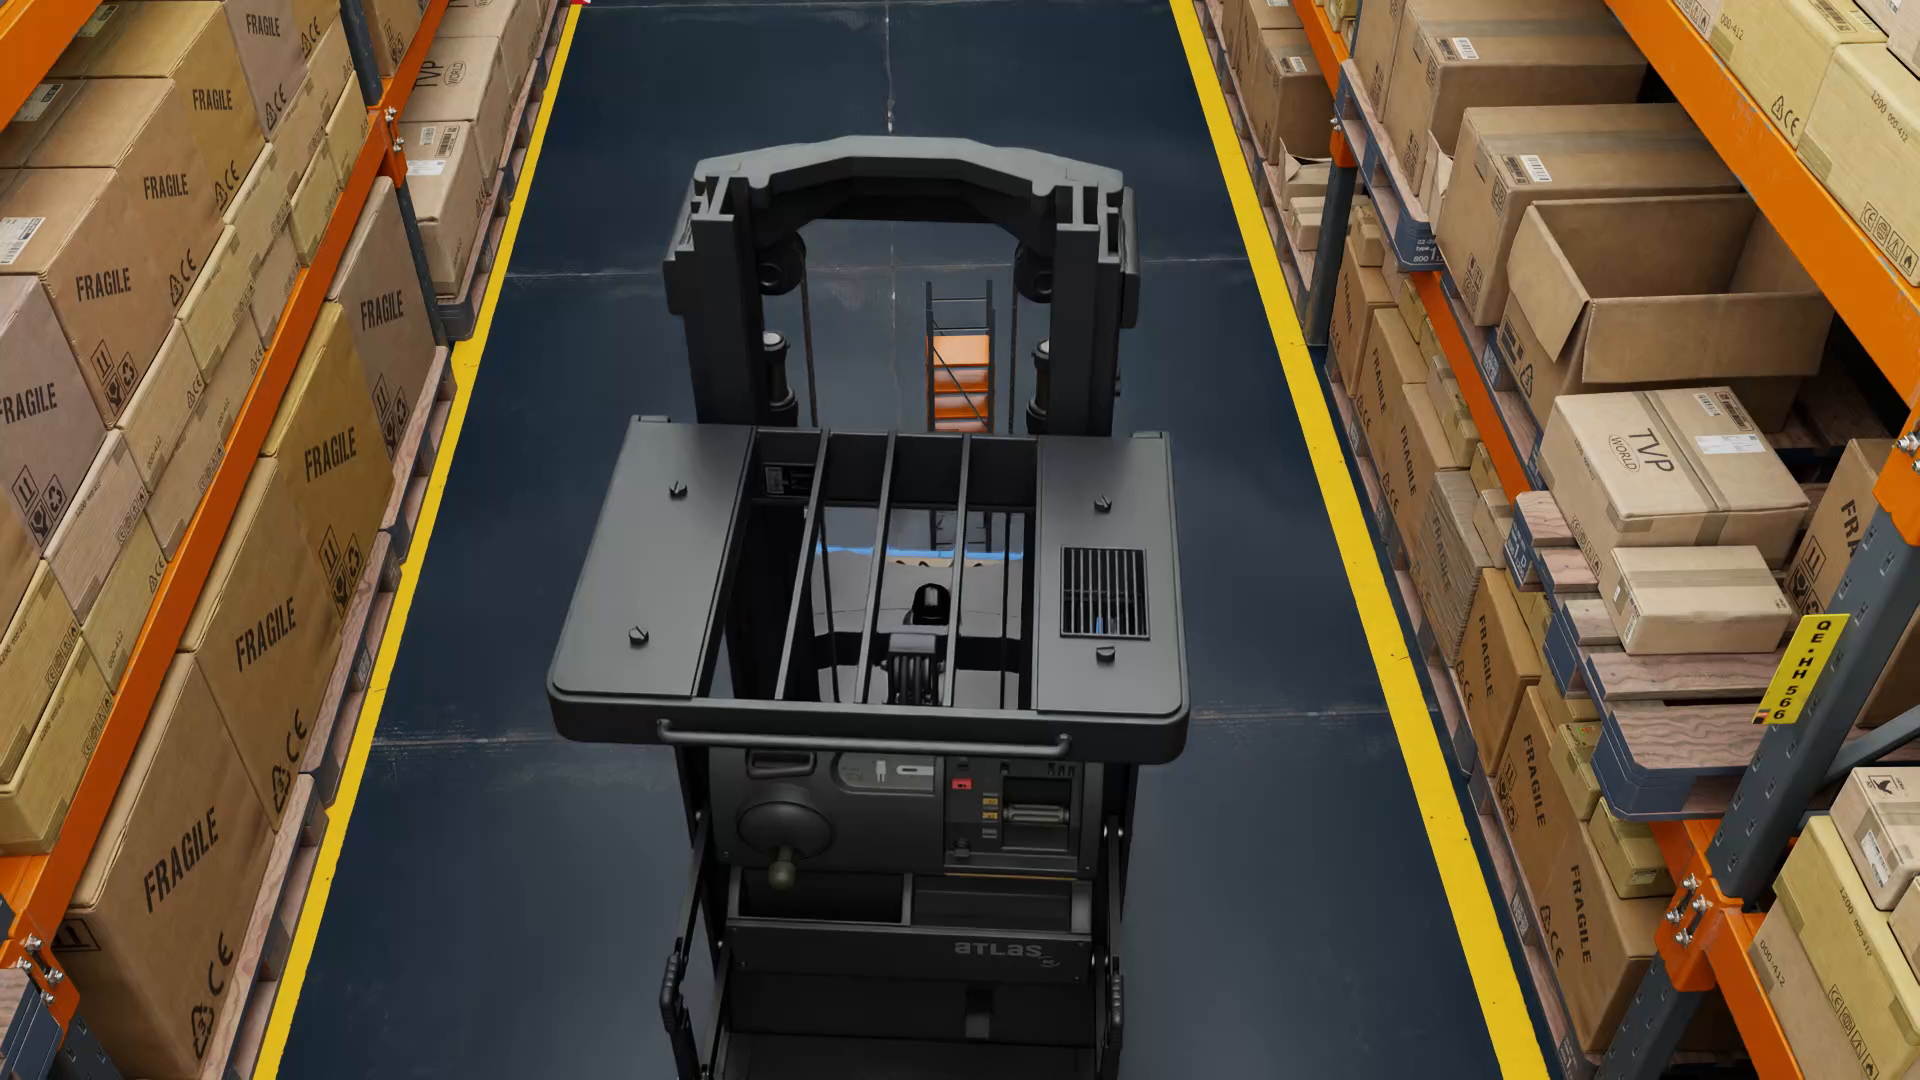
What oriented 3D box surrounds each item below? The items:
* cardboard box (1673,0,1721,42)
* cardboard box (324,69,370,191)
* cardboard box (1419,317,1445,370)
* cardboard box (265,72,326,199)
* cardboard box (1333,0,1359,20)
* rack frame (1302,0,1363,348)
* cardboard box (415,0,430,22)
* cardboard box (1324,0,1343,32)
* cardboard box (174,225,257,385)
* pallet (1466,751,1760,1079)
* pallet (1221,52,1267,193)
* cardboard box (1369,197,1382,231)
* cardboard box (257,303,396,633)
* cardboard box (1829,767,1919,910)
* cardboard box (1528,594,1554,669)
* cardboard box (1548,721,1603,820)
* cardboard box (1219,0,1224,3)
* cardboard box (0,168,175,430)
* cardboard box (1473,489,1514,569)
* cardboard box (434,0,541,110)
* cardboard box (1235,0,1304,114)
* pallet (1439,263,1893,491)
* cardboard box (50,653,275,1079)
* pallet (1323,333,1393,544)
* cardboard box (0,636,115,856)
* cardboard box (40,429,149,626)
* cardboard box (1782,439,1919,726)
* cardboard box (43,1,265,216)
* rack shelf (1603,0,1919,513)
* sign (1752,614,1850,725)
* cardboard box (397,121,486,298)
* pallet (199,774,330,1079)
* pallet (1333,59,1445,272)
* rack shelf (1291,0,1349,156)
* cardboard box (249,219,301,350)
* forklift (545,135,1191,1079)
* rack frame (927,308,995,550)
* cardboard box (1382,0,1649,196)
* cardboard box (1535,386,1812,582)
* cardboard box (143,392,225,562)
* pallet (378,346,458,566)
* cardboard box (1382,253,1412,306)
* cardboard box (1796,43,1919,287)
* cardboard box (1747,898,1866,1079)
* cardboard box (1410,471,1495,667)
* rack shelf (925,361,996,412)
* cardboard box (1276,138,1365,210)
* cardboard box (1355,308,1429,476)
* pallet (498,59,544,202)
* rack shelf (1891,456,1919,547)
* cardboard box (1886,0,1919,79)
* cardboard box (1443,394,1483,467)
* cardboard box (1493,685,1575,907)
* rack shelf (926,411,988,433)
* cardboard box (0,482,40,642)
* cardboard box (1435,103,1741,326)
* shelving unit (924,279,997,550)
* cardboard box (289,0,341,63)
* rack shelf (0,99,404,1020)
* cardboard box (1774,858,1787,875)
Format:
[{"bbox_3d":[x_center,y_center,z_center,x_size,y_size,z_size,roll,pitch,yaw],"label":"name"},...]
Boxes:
[{"bbox_3d":[1.972,-1.421,3.971,0.500,0.250,0.500,-2,43,-2],"label":"cardboard box"},{"bbox_3d":[-2.579,-1.558,6.341,0.500,0.250,0.500,-3,43,-3],"label":"cardboard box"},{"bbox_3d":[1.996,-0.735,6.391,0.380,0.149,0.250,-2,43,-3],"label":"cardboard box"},{"bbox_3d":[-2.559,-1.410,5.810,0.500,0.250,0.500,-1,43,-1],"label":"cardboard box"},{"bbox_3d":[1.844,-2.445,7.089,0.500,0.250,0.500,-1,43,-1],"label":"cardboard box"},{"bbox_3d":[2.110,-2.054,6.771,1.000,3.000,0.127,-2,43,-2],"label":"rack frame"},{"bbox_3d":[-2.625,-2.610,7.304,0.500,0.500,0.500,-1,43,-2],"label":"cardboard box"},{"bbox_3d":[1.811,-2.345,7.274,0.380,0.149,0.250,-1,43,-1],"label":"cardboard box"},{"bbox_3d":[-2.492,-0.716,5.052,0.500,0.250,0.500,-1,43,-1],"label":"cardboard box"},{"bbox_3d":[2.286,1.169,5.319,1.003,0.211,1.213,-2,43,-2],"label":"pallet"},{"bbox_3d":[2.027,-2.316,9.120,1.003,0.211,1.213,-2,43,-2],"label":"pallet"},{"bbox_3d":[1.920,-1.388,6.884,0.380,0.149,0.250,-2,43,-3],"label":"cardboard box"},{"bbox_3d":[-2.697,-0.255,6.070,0.875,0.875,0.875,-1,43,-1],"label":"cardboard box"},{"bbox_3d":[1.999,0.594,3.328,0.380,0.149,0.250,0,43,-1],"label":"cardboard box"},{"bbox_3d":[2.030,0.306,5.256,0.380,0.149,0.250,0,43,-1],"label":"cardboard box"},{"bbox_3d":[1.963,0.664,4.865,0.380,0.149,0.250,-4,43,-4],"label":"cardboard box"},{"bbox_3d":[1.871,-3.574,9.965,0.797,0.503,0.637,-3,43,-3],"label":"cardboard box"},{"bbox_3d":[-2.493,-0.639,4.413,0.500,0.500,0.500,-1,43,-1],"label":"cardboard box"},{"bbox_3d":[1.977,-0.048,5.642,0.380,0.149,0.250,-4,43,-4],"label":"cardboard box"},{"bbox_3d":[-2.844,-2.760,9.126,0.875,0.438,0.875,-1,43,-1],"label":"cardboard box"},{"bbox_3d":[1.791,-2.634,8.943,0.500,0.500,0.500,-1,43,-1],"label":"cardboard box"},{"bbox_3d":[2.192,-0.596,5.322,1.003,0.211,1.213,-2,43,-2],"label":"pallet"},{"bbox_3d":[-2.626,0.951,4.754,0.875,0.875,0.875,-2,43,-2],"label":"cardboard box"},{"bbox_3d":[2.182,-0.478,7.116,1.003,0.211,1.213,-2,43,-2],"label":"pallet"},{"bbox_3d":[-2.449,0.509,4.086,0.500,0.250,0.500,-2,43,-3],"label":"cardboard box"},{"bbox_3d":[-2.475,-0.036,4.310,0.500,0.250,0.500,-1,43,-1],"label":"cardboard box"},{"bbox_3d":[2.414,0.102,4.034,0.500,0.500,0.500,0,43,0],"label":"cardboard box"},{"bbox_3d":[-2.548,-1.328,5.165,0.500,0.500,0.500,0,43,0],"label":"cardboard box"},{"bbox_3d":[2.195,-1.545,4.528,1.077,0.370,4.000,-2,43,-2],"label":"rack shelf"},{"bbox_3d":[1.738,0.270,3.437,0.100,0.325,0.005,-2,43,-2],"label":"sign"},{"bbox_3d":[-2.769,-1.547,7.803,0.875,0.438,0.875,-2,43,-2],"label":"cardboard box"},{"bbox_3d":[-2.638,1.285,5.192,1.003,0.211,1.213,-2,43,-2],"label":"pallet"},{"bbox_3d":[2.034,-1.441,6.244,1.003,0.211,1.213,-2,43,-2],"label":"pallet"},{"bbox_3d":[2.025,-3.139,8.487,1.077,0.370,4.000,-2,43,-2],"label":"rack shelf"},{"bbox_3d":[-2.556,-0.873,5.594,0.500,0.250,0.500,-3,43,-3],"label":"cardboard box"},{"bbox_3d":[-0.137,0.729,3.785,1.130,2.935,3.031,2,43,2],"label":"forklift"},{"bbox_3d":[0.005,-0.371,6.267,0.240,1.200,0.006,-2,43,-2],"label":"rack frame"},{"bbox_3d":[1.929,-1.563,5.851,0.700,0.500,0.500,-1,43,-1],"label":"cardboard box"},{"bbox_3d":[1.911,-0.156,4.501,0.500,0.250,0.500,-3,43,-4],"label":"cardboard box"},{"bbox_3d":[-2.505,-0.192,4.850,0.500,0.250,0.500,0,43,0],"label":"cardboard box"},{"bbox_3d":[-2.741,-0.363,6.989,1.003,0.211,1.213,-2,43,-2],"label":"pallet"},{"bbox_3d":[1.948,-1.092,6.781,0.380,0.149,0.250,-3,43,-3],"label":"cardboard box"},{"bbox_3d":[2.015,-0.744,3.233,0.500,0.250,0.500,-3,43,-3],"label":"cardboard box"},{"bbox_3d":[2.054,1.008,3.541,0.500,0.250,0.500,-1,43,-2],"label":"cardboard box"},{"bbox_3d":[1.970,0.092,5.969,0.500,0.500,0.500,-3,43,-3],"label":"cardboard box"},{"bbox_3d":[0.001,-0.577,6.202,0.258,0.103,0.180,-2,43,-2],"label":"rack shelf"},{"bbox_3d":[1.777,-1.810,8.217,0.396,0.266,0.258,0,43,0],"label":"cardboard box"},{"bbox_3d":[1.938,-0.595,6.719,0.500,0.500,0.500,-2,43,-2],"label":"cardboard box"},{"bbox_3d":[-2.858,-2.223,9.019,1.003,0.211,1.213,-2,43,-2],"label":"pallet"},{"bbox_3d":[2.364,1.156,1.582,1.077,0.370,4.000,-2,43,-2],"label":"rack shelf"},{"bbox_3d":[2.032,-0.959,3.173,0.380,0.149,0.250,-3,43,-3],"label":"cardboard box"},{"bbox_3d":[1.977,-0.397,6.023,0.380,0.149,0.250,0,43,0],"label":"cardboard box"},{"bbox_3d":[2.036,0.795,5.202,0.500,0.500,0.500,-2,43,-2],"label":"cardboard box"},{"bbox_3d":[0.001,-0.400,6.364,0.258,0.103,0.180,-2,43,-2],"label":"rack shelf"},{"bbox_3d":[-2.456,0.046,3.666,0.500,0.500,0.500,-3,43,-3],"label":"cardboard box"},{"bbox_3d":[1.962,-1.034,5.273,0.700,0.500,0.500,-2,43,-2],"label":"cardboard box"},{"bbox_3d":[0.001,-0.433,6.334,0.258,1.200,0.189,-2,43,-2],"label":"shelving unit"},{"bbox_3d":[-2.580,-2.020,5.920,0.500,0.500,0.500,0,43,0],"label":"cardboard box"},{"bbox_3d":[-2.765,-0.294,5.383,1.077,0.370,4.000,-2,43,-2],"label":"rack shelf"},{"bbox_3d":[2.542,1.120,4.847,0.500,0.500,0.500,0,43,0],"label":"cardboard box"}]
